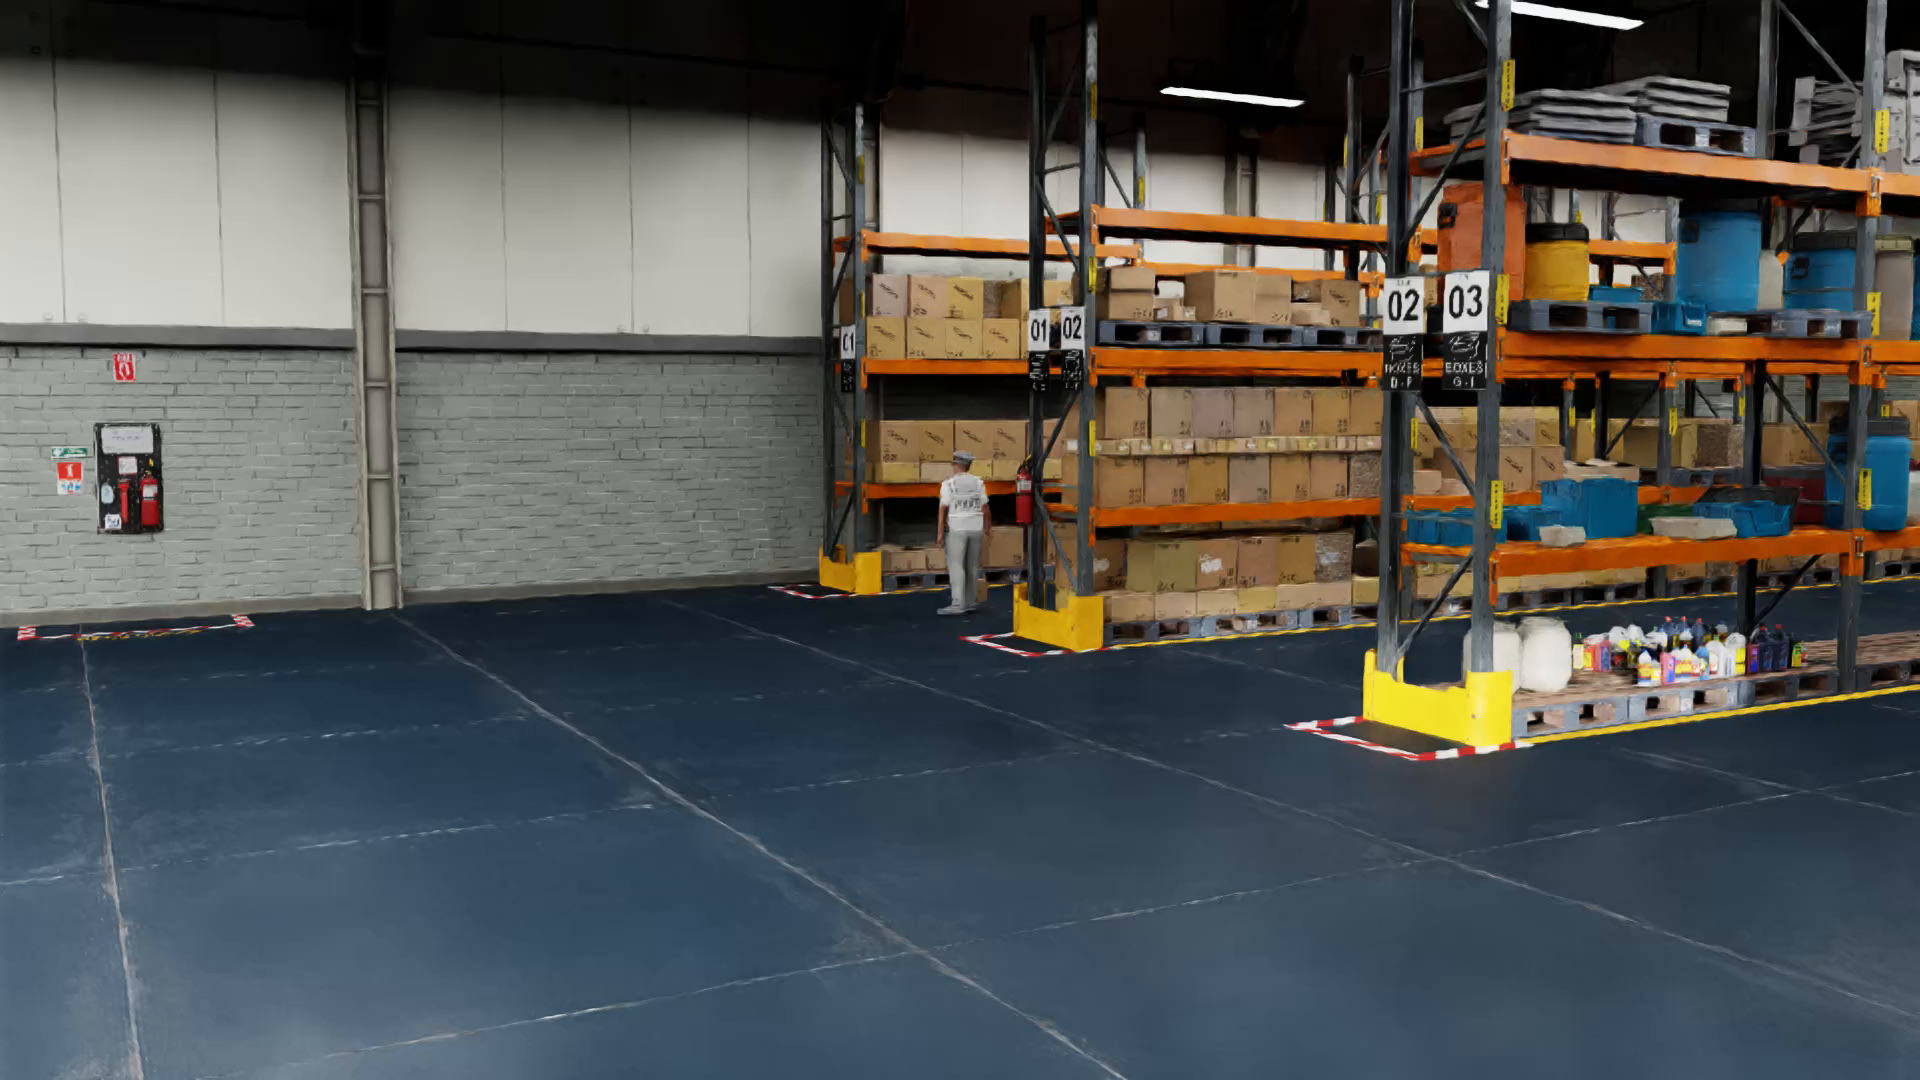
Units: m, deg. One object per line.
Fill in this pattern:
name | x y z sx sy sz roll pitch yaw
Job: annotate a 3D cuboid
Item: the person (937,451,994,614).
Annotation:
person | 0.036 -0.095 18.062 0.717 1.750 0.592 -3 6 -27
